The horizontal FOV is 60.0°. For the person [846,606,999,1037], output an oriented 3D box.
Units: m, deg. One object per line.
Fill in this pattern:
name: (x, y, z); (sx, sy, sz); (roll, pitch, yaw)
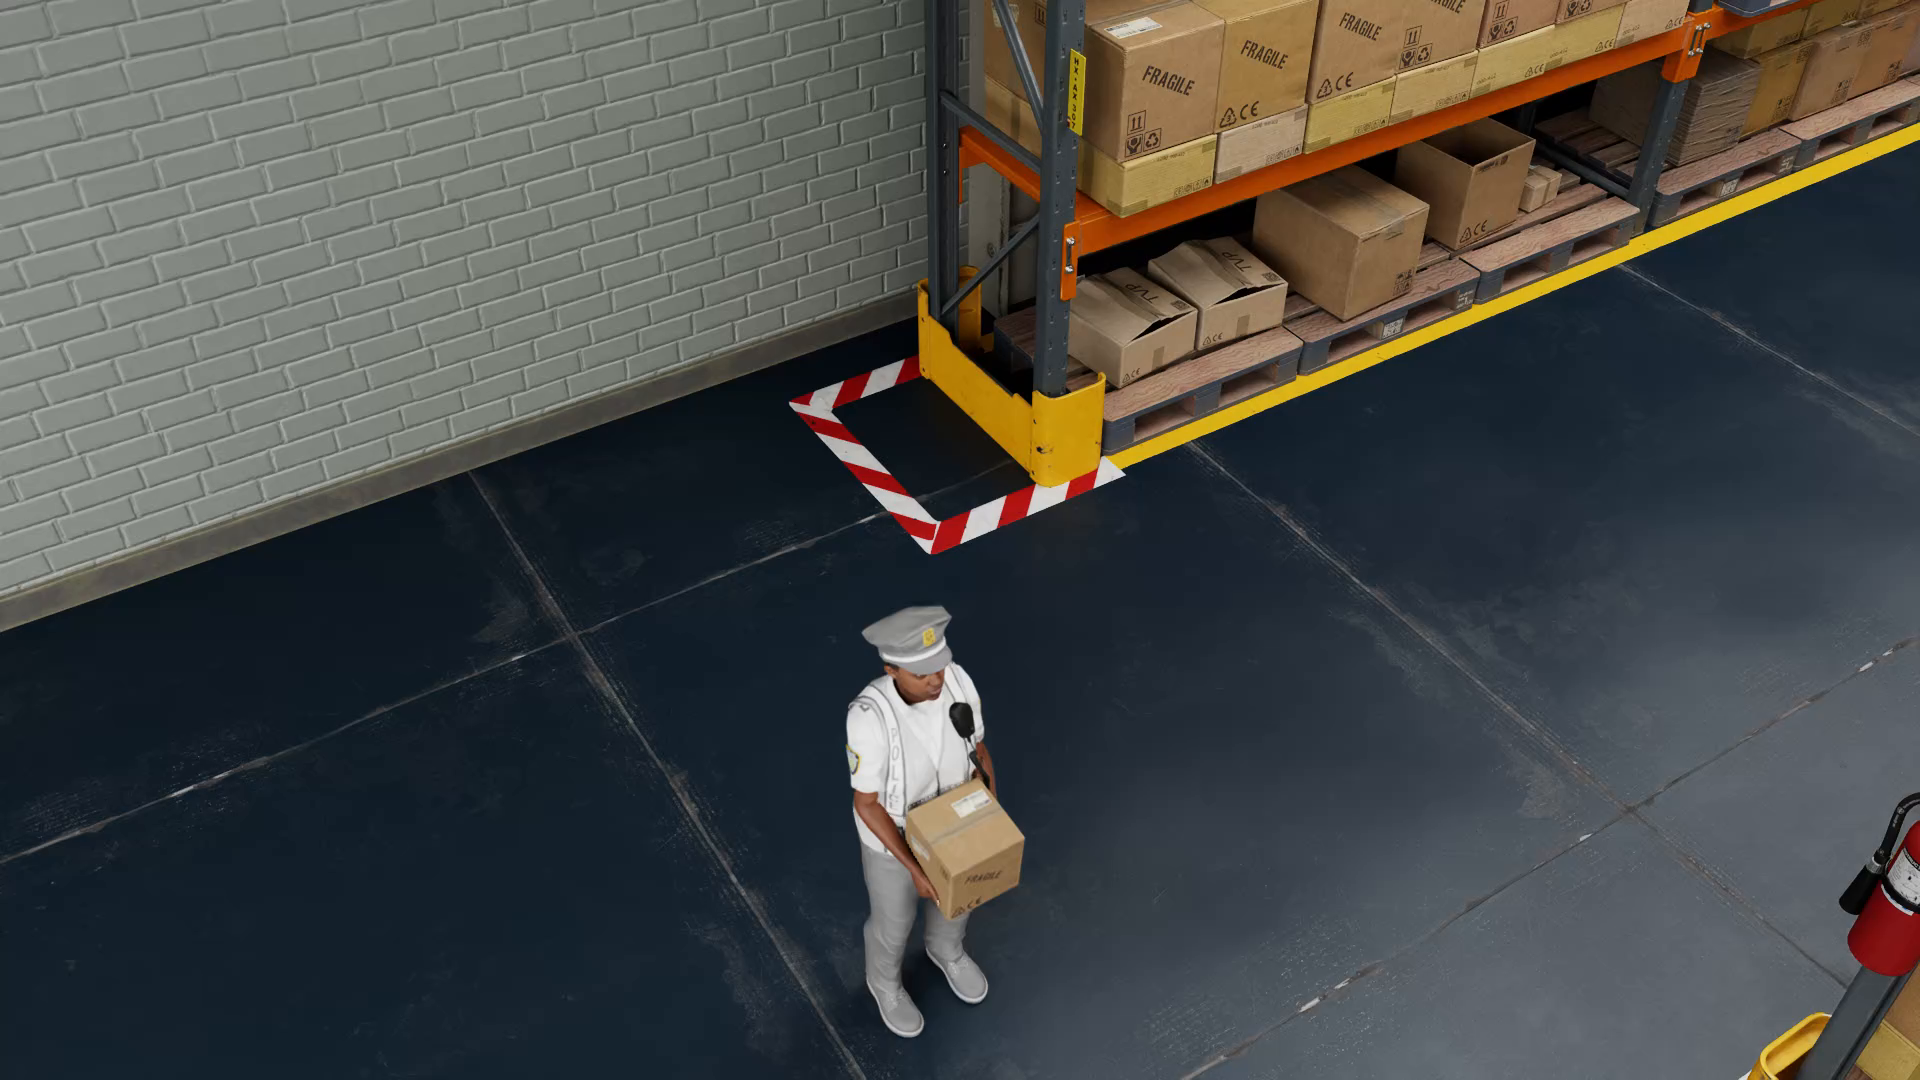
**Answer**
person: (-0.083, 0.911, 5.086); (0.460, 1.692, 0.515); (-23, 46, -24)
